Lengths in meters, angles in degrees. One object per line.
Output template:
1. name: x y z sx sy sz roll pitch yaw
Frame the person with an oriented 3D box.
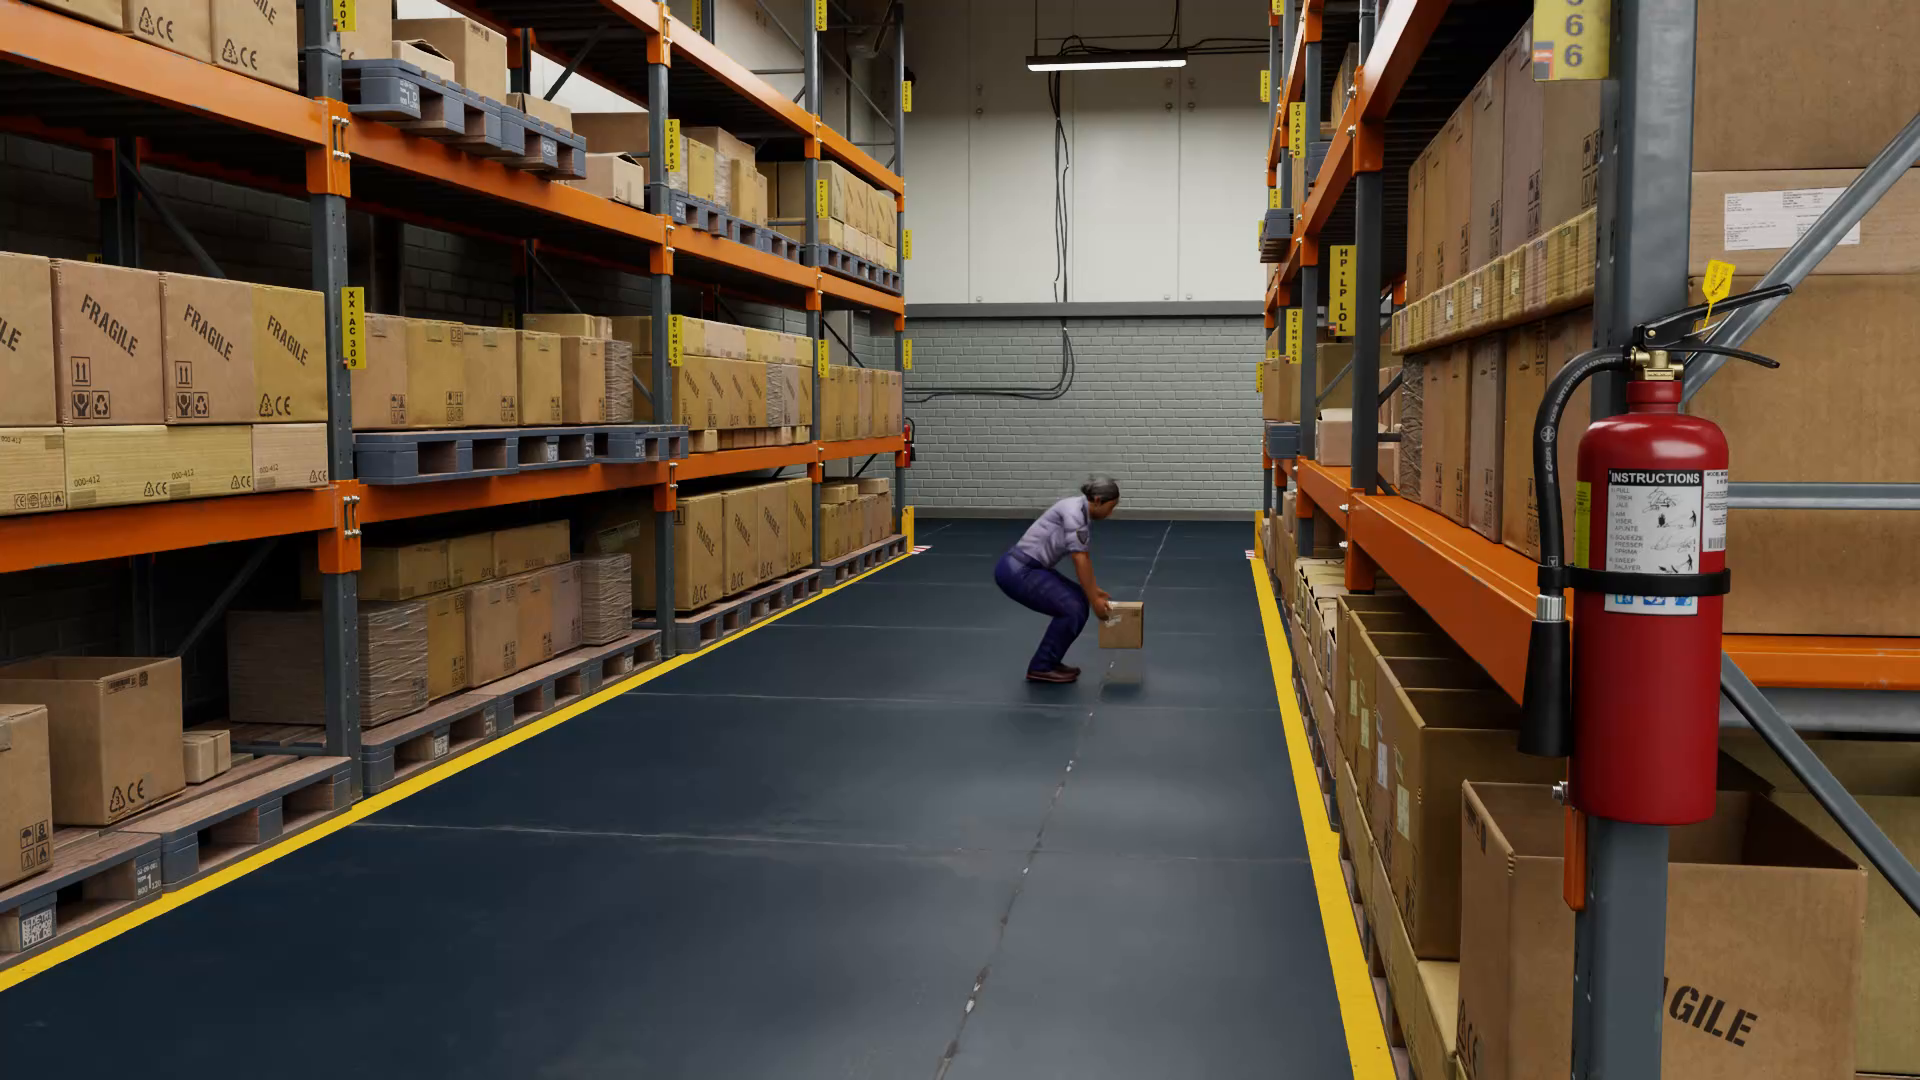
1. person: 0.581 0.231 9.945 0.736 1.202 0.537 1 5 8
